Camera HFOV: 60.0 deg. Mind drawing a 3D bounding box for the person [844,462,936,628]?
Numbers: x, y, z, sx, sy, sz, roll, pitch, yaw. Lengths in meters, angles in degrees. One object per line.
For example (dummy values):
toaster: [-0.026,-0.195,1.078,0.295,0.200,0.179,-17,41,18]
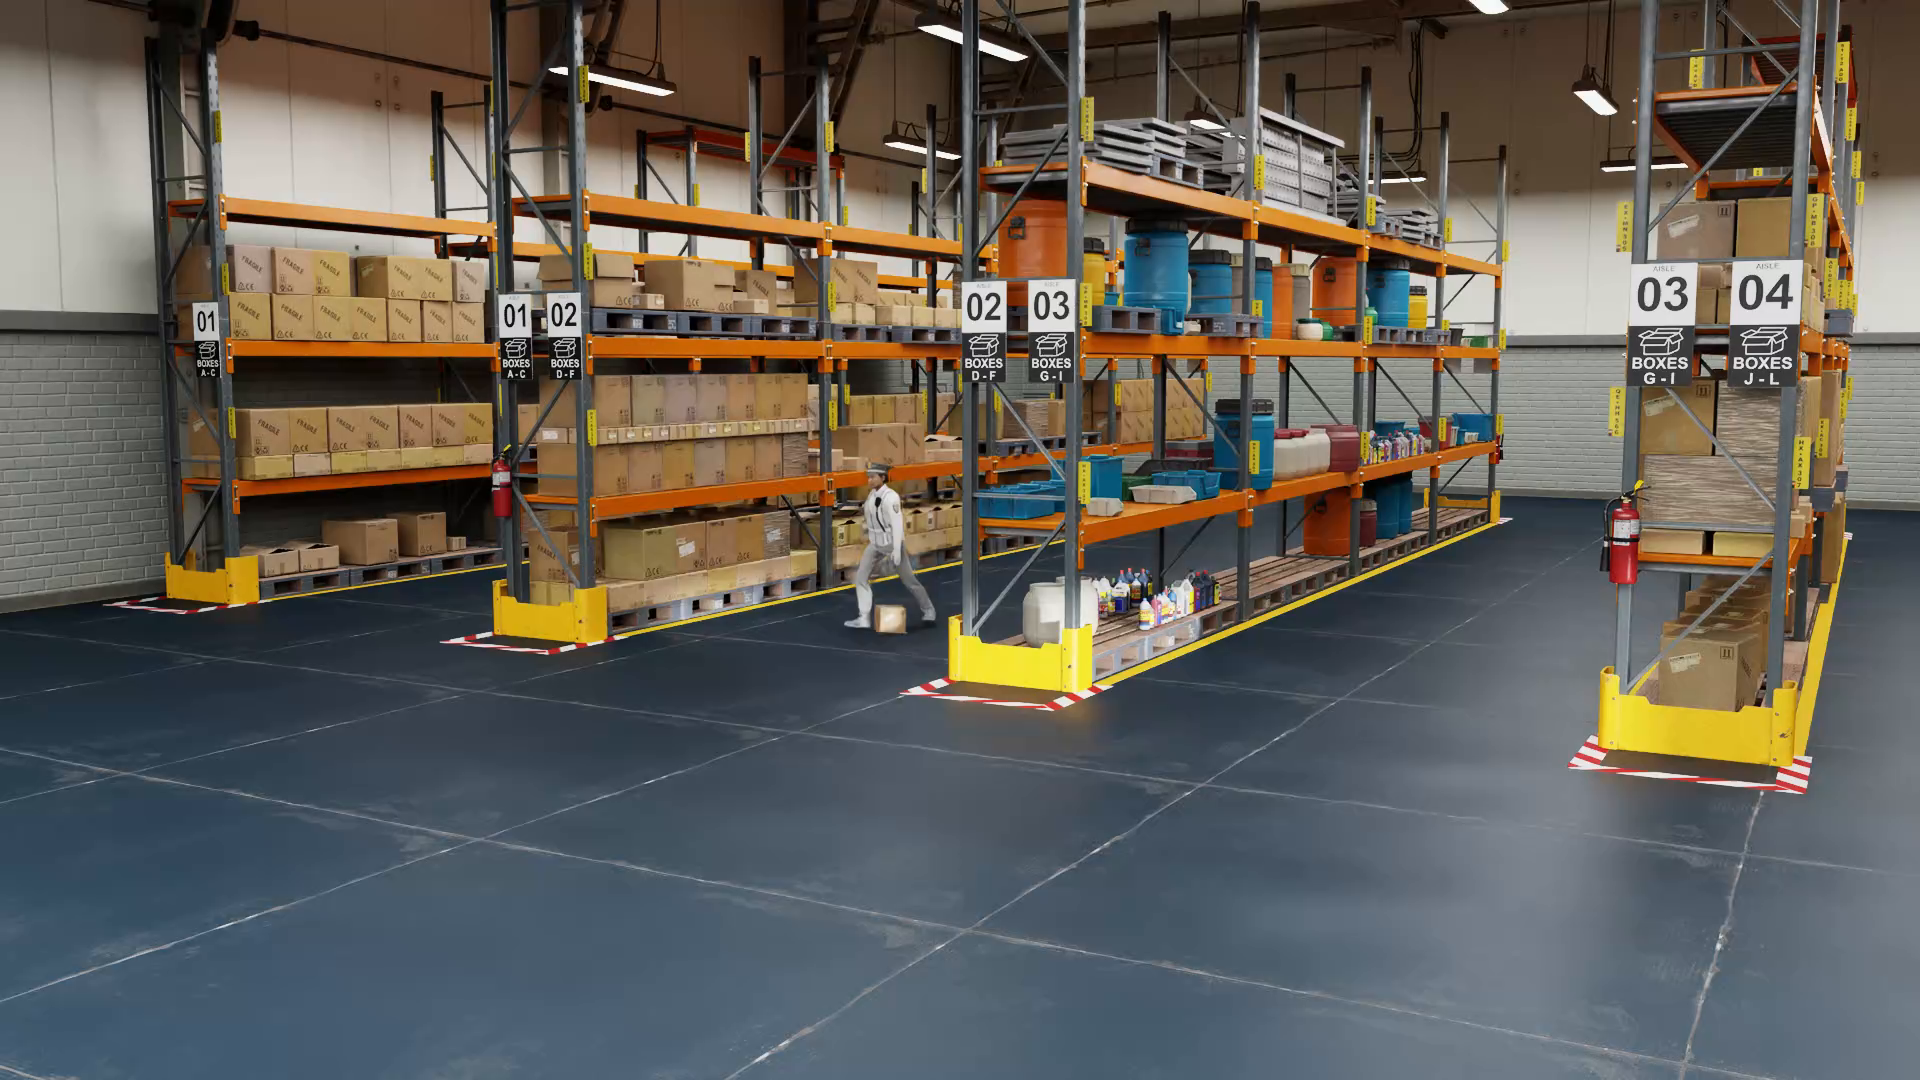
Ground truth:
person: [-0.656,0.040,16.069,0.933,1.609,0.517,-5,8,-40]
